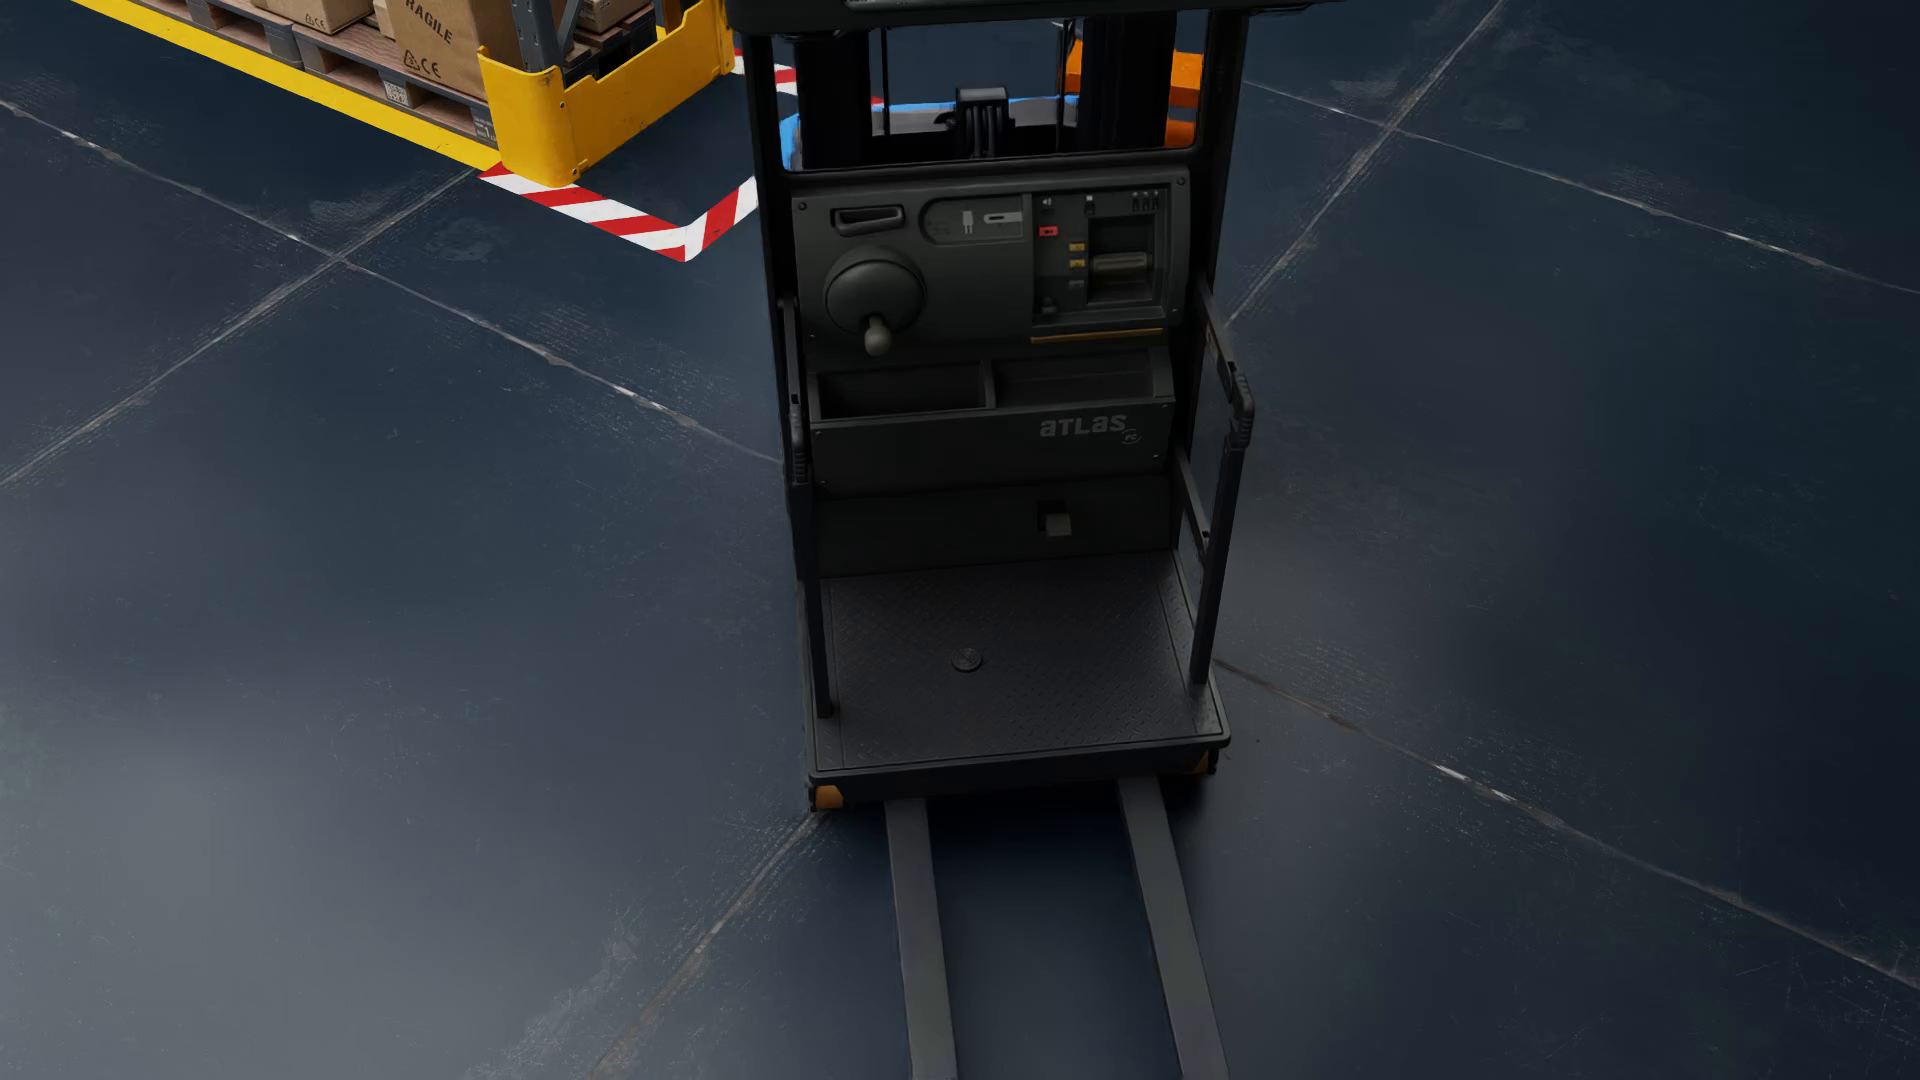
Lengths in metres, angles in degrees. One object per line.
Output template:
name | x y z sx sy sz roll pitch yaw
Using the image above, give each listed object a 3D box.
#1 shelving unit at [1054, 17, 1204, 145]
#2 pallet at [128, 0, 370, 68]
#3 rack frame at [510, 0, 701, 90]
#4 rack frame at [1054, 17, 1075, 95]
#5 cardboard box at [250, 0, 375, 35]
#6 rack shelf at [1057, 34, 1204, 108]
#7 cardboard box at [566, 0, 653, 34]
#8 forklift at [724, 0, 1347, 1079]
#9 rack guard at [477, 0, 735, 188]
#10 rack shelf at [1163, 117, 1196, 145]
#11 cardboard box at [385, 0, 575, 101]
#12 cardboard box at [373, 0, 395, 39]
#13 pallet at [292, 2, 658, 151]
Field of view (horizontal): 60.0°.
shelving unit | 0.562 -1.159 5.529 0.503 1.200 0.258 10 43 9
pallet | -3.111 -2.654 7.682 1.213 0.211 1.003 25 51 22
rack frame | -1.352 -2.815 5.894 0.127 3.000 1.000 25 51 22
rack frame | 0.325 -1.200 5.569 0.015 1.200 0.240 10 43 9
cardboard box | -2.726 -2.458 7.158 0.500 0.250 0.500 25 51 22
rack shelf | 0.568 -1.450 5.264 0.480 0.148 0.258 10 43 9
cardboard box | -1.519 -2.345 7.118 0.250 0.149 0.380 25 51 22
forklift | 0.106 -0.558 3.748 1.130 2.935 3.031 -5 46 -5
rack guard | -1.416 -1.974 6.819 0.348 0.500 1.175 25 51 22
rack shelf | 0.564 -1.275 5.424 0.480 0.148 0.258 10 43 9
cardboard box | -1.943 -2.159 6.693 0.500 0.500 0.500 25 51 22
cardboard box | -2.235 -2.254 7.018 0.250 0.166 0.380 25 51 22
pallet | -2.088 -2.181 7.222 1.213 0.211 1.003 25 51 22
